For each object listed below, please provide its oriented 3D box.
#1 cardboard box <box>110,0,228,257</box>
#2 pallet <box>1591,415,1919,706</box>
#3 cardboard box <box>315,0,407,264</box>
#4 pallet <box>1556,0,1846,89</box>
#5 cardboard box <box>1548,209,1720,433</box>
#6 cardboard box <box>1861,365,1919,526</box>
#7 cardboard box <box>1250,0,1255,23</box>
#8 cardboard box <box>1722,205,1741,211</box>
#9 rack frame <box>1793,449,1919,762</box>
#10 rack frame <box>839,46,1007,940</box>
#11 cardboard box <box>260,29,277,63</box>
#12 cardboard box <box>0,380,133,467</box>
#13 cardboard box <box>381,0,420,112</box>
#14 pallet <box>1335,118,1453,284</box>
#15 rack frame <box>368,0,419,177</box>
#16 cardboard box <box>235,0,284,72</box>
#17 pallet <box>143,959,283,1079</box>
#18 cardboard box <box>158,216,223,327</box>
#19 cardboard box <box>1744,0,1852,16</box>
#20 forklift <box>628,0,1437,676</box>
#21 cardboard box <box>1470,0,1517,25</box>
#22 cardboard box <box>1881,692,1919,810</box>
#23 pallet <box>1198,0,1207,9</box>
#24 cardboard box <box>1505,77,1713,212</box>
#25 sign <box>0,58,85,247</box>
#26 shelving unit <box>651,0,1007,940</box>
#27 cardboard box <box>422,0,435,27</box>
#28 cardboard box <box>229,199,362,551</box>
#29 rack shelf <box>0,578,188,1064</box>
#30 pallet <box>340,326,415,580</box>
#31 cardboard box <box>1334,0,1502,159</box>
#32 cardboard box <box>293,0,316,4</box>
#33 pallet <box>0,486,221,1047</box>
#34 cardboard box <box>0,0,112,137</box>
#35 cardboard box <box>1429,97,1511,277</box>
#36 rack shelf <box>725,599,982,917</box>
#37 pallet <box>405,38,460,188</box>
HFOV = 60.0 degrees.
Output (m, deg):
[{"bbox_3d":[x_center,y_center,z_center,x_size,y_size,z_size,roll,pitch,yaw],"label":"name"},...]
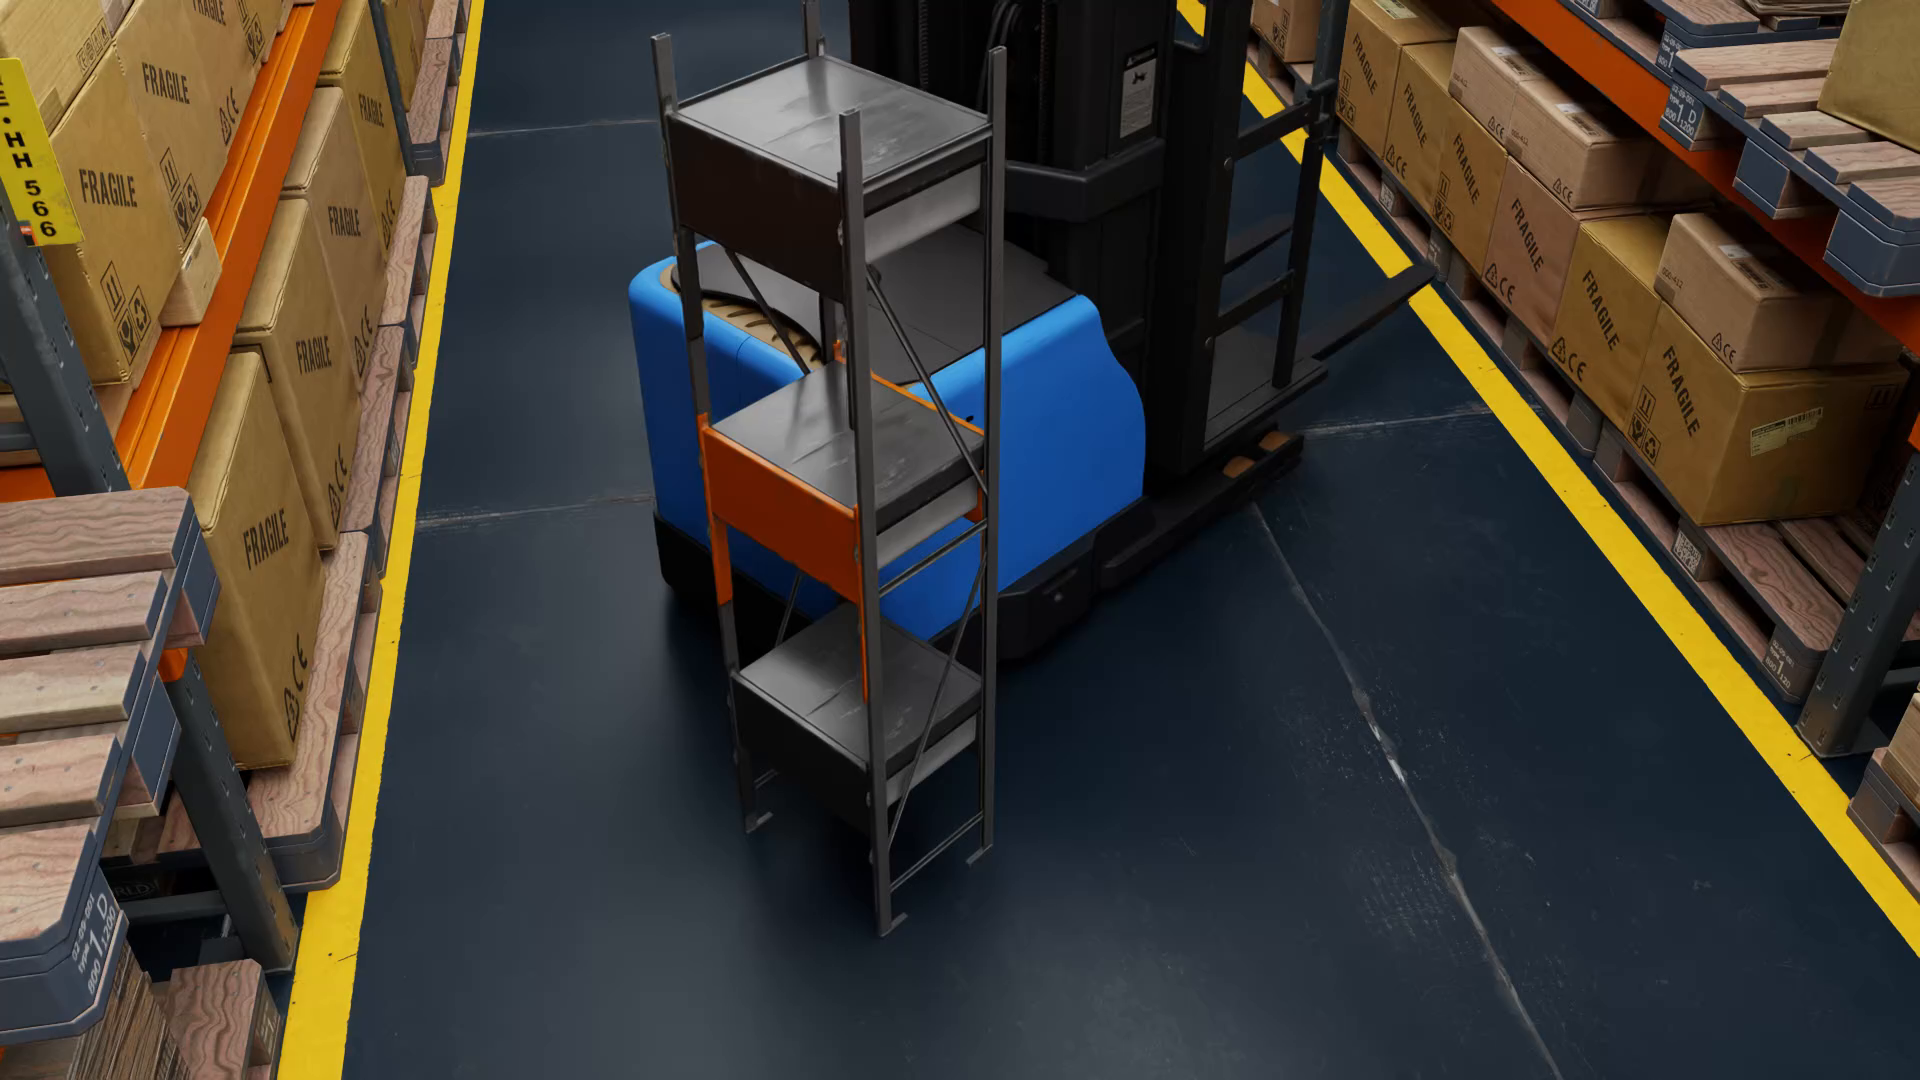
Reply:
[{"bbox_3d":[-1.996,-0.947,3.684,0.500,0.500,0.500,-5,38,-6],"label":"cardboard box"},{"bbox_3d":[2.703,-0.033,5.120,1.003,0.211,1.213,-6,38,-8],"label":"pallet"},{"bbox_3d":[-2.539,-1.498,6.143,0.750,0.750,0.750,-6,38,-7],"label":"cardboard box"},{"bbox_3d":[2.451,-1.777,5.249,1.003,0.211,1.213,-6,38,-8],"label":"pallet"},{"bbox_3d":[2.311,-0.718,5.408,0.500,0.500,0.500,-8,38,-10],"label":"cardboard box"},{"bbox_3d":[2.998,-0.171,4.704,0.500,0.500,0.500,-5,38,-6],"label":"cardboard box"},{"bbox_3d":[1.591,-2.677,8.215,0.380,0.149,0.250,-6,38,-8],"label":"cardboard box"},{"bbox_3d":[2.817,-0.790,5.501,0.500,0.500,0.500,-7,38,-9],"label":"cardboard box"},{"bbox_3d":[2.796,-0.679,3.679,1.000,3.000,0.127,-6,38,-8],"label":"rack frame"},{"bbox_3d":[-0.057,0.042,3.485,0.015,2.100,0.400,30,47,32],"label":"rack frame"},{"bbox_3d":[-2.264,-1.523,4.954,0.380,0.149,0.250,-7,38,-9],"label":"cardboard box"},{"bbox_3d":[-1.910,-0.276,3.349,0.380,0.149,0.250,-7,38,-9],"label":"cardboard box"},{"bbox_3d":[-2.812,-2.201,7.334,0.700,0.500,0.500,-6,38,-7],"label":"cardboard box"},{"bbox_3d":[2.275,-1.507,7.017,1.003,0.211,1.213,-6,38,-8],"label":"pallet"},{"bbox_3d":[-2.781,-2.560,6.100,1.000,3.000,0.127,-6,38,-8],"label":"rack frame"},{"bbox_3d":[-2.181,-1.561,4.473,0.500,0.500,0.500,-5,38,-7],"label":"cardboard box"},{"bbox_3d":[-1.945,1.429,3.238,1.003,0.211,1.213,-6,38,-8],"label":"pallet"},{"bbox_3d":[-1.909,-0.599,3.765,0.380,0.149,0.250,-5,38,-7],"label":"cardboard box"},{"bbox_3d":[2.602,-1.826,4.731,0.700,0.500,0.500,0,38,1],"label":"cardboard box"},{"bbox_3d":[0.484,-1.459,4.739,1.130,2.935,3.031,31,47,33],"label":"forklift"},{"bbox_3d":[2.464,-2.014,7.077,0.500,0.500,0.500,-6,38,-8],"label":"cardboard box"},{"bbox_3d":[2.599,0.589,3.946,0.500,0.250,0.500,-6,38,-8],"label":"cardboard box"},{"bbox_3d":[1.758,-3.147,9.129,1.003,0.211,1.213,-6,38,-8],"label":"pallet"},{"bbox_3d":[2.204,-1.352,5.614,0.500,0.250,0.500,-7,38,-9],"label":"cardboard box"},{"bbox_3d":[-1.548,-0.634,2.742,0.100,0.325,0.005,-6,38,-8],"label":"sign"},{"bbox_3d":[-0.236,-0.060,3.616,0.503,2.100,0.431,30,47,32],"label":"shelving unit"},{"bbox_3d":[-2.984,-2.815,8.124,0.700,0.500,0.500,-5,38,-7],"label":"cardboard box"},{"bbox_3d":[-2.227,-0.449,4.793,0.750,0.750,0.750,-6,38,-8],"label":"cardboard box"},{"bbox_3d":[-1.730,1.348,1.656,1.077,0.370,4.000,-6,38,-8],"label":"rack shelf"},{"bbox_3d":[-2.355,-0.262,5.416,1.003,0.211,1.213,-6,38,-8],"label":"pallet"},{"bbox_3d":[1.940,-1.963,7.011,0.500,0.500,0.500,-8,39,-10],"label":"cardboard box"},{"bbox_3d":[-2.271,-1.830,5.350,0.380,0.149,0.250,-6,38,-8],"label":"cardboard box"},{"bbox_3d":[-1.850,0.351,2.510,1.213,0.211,1.003,-6,38,-8],"label":"pallet"},{"bbox_3d":[-1.911,-0.924,3.043,0.500,0.250,0.500,-5,38,-7],"label":"cardboard box"},{"bbox_3d":[2.124,-1.340,6.208,0.500,0.500,0.500,-6,38,-7],"label":"cardboard box"},{"bbox_3d":[-0.236,0.504,4.054,0.480,0.518,0.431,30,47,32],"label":"rack shelf"},{"bbox_3d":[-2.838,-1.926,7.558,1.003,0.211,1.213,-6,38,-8],"label":"pallet"}]
